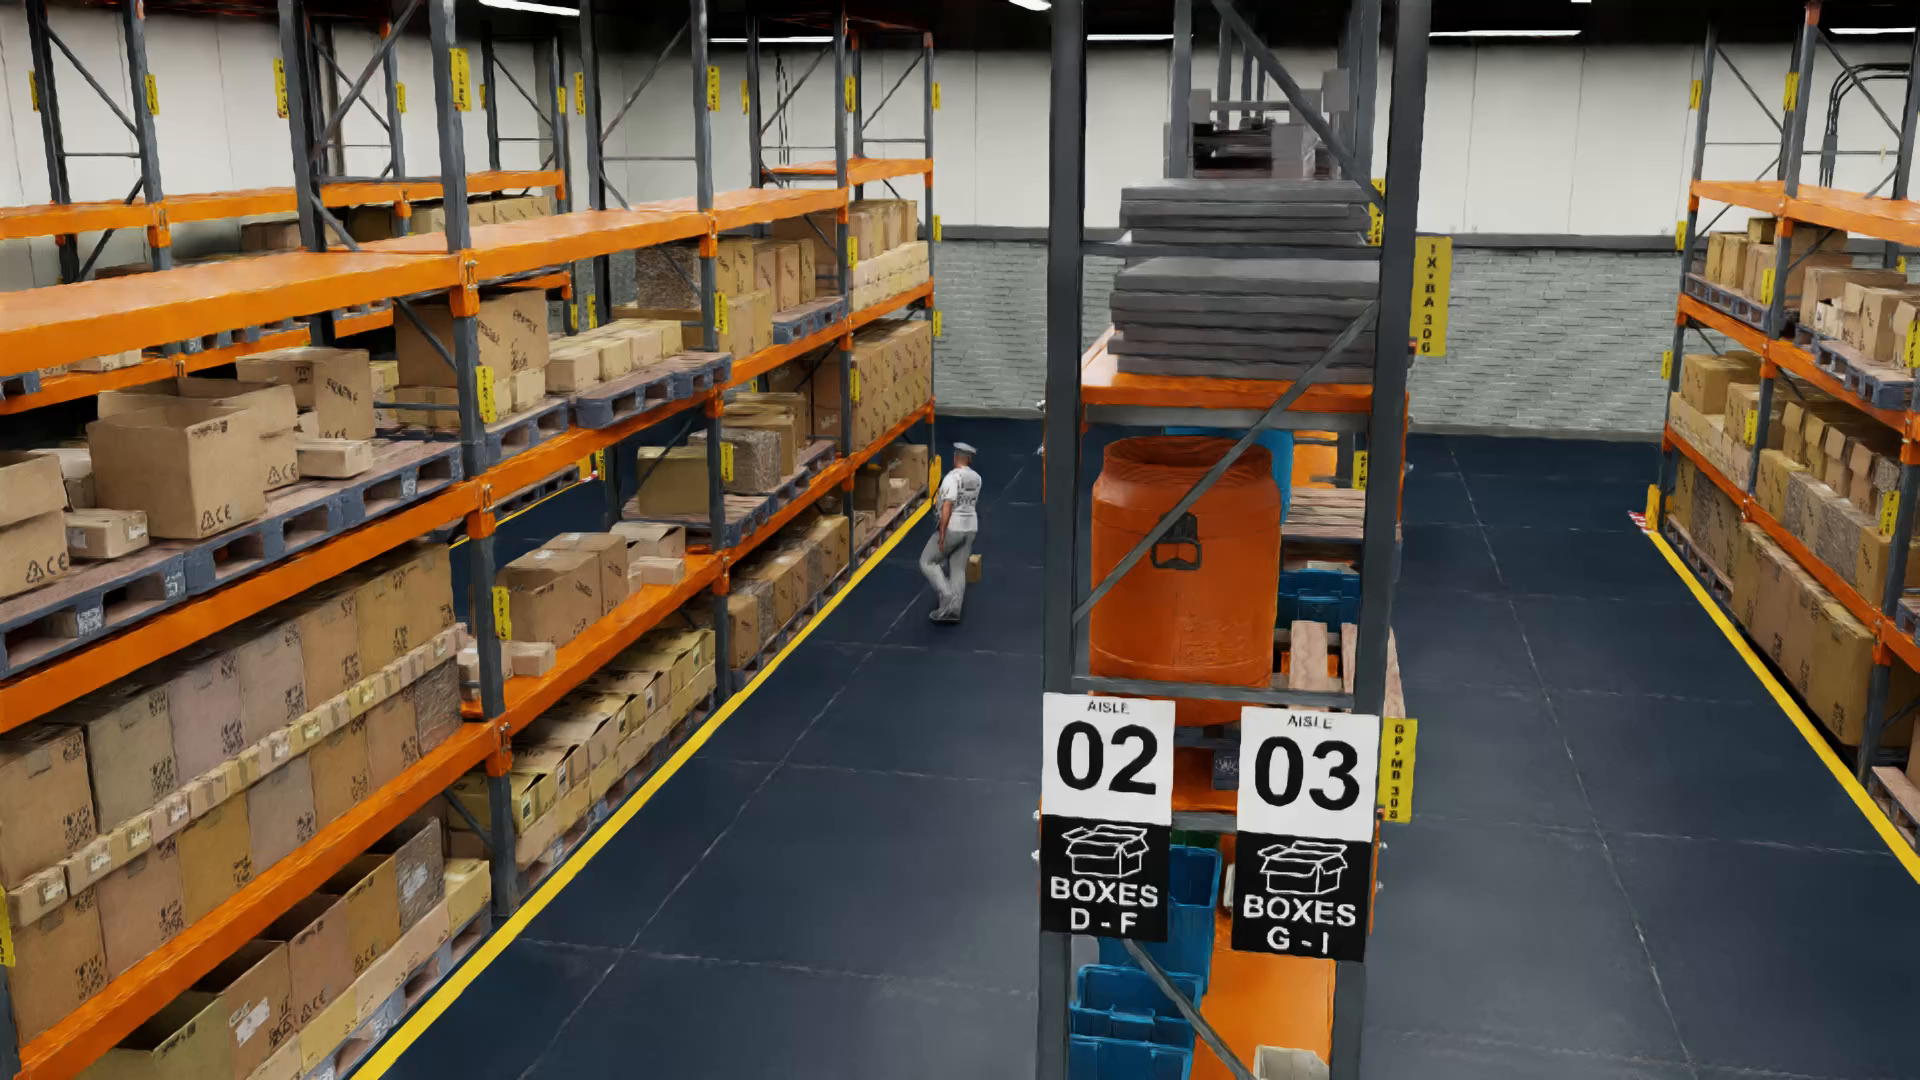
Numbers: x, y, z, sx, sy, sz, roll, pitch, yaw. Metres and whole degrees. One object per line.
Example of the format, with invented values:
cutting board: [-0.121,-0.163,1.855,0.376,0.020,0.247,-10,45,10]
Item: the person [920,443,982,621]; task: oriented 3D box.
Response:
person: [-0.096,-0.073,16.284,0.487,1.709,0.752,11,18,36]
